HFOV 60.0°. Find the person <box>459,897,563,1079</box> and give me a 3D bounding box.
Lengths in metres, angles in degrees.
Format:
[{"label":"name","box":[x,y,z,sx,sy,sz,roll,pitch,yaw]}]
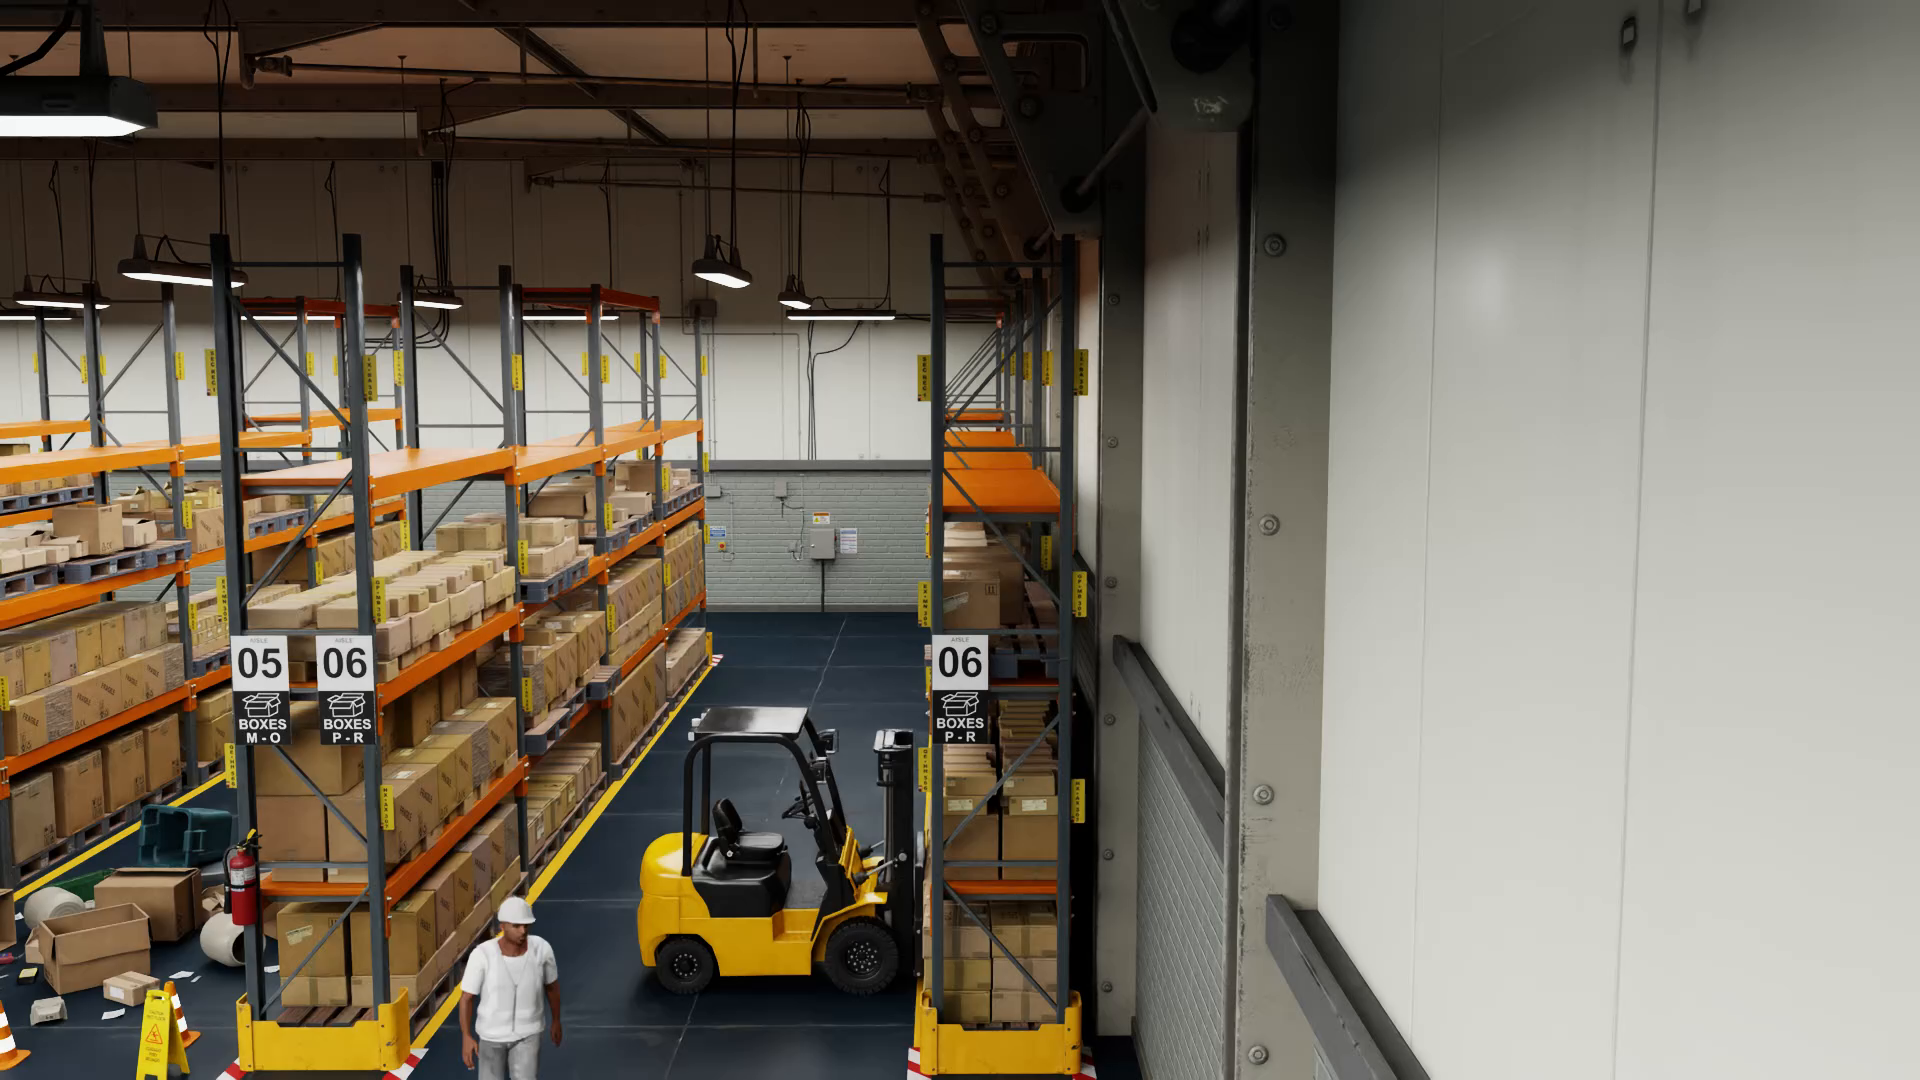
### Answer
[{"label":"person","box":[-2.843,3.144,10.586,0.676,1.738,0.846,-3,7,-26]}]
